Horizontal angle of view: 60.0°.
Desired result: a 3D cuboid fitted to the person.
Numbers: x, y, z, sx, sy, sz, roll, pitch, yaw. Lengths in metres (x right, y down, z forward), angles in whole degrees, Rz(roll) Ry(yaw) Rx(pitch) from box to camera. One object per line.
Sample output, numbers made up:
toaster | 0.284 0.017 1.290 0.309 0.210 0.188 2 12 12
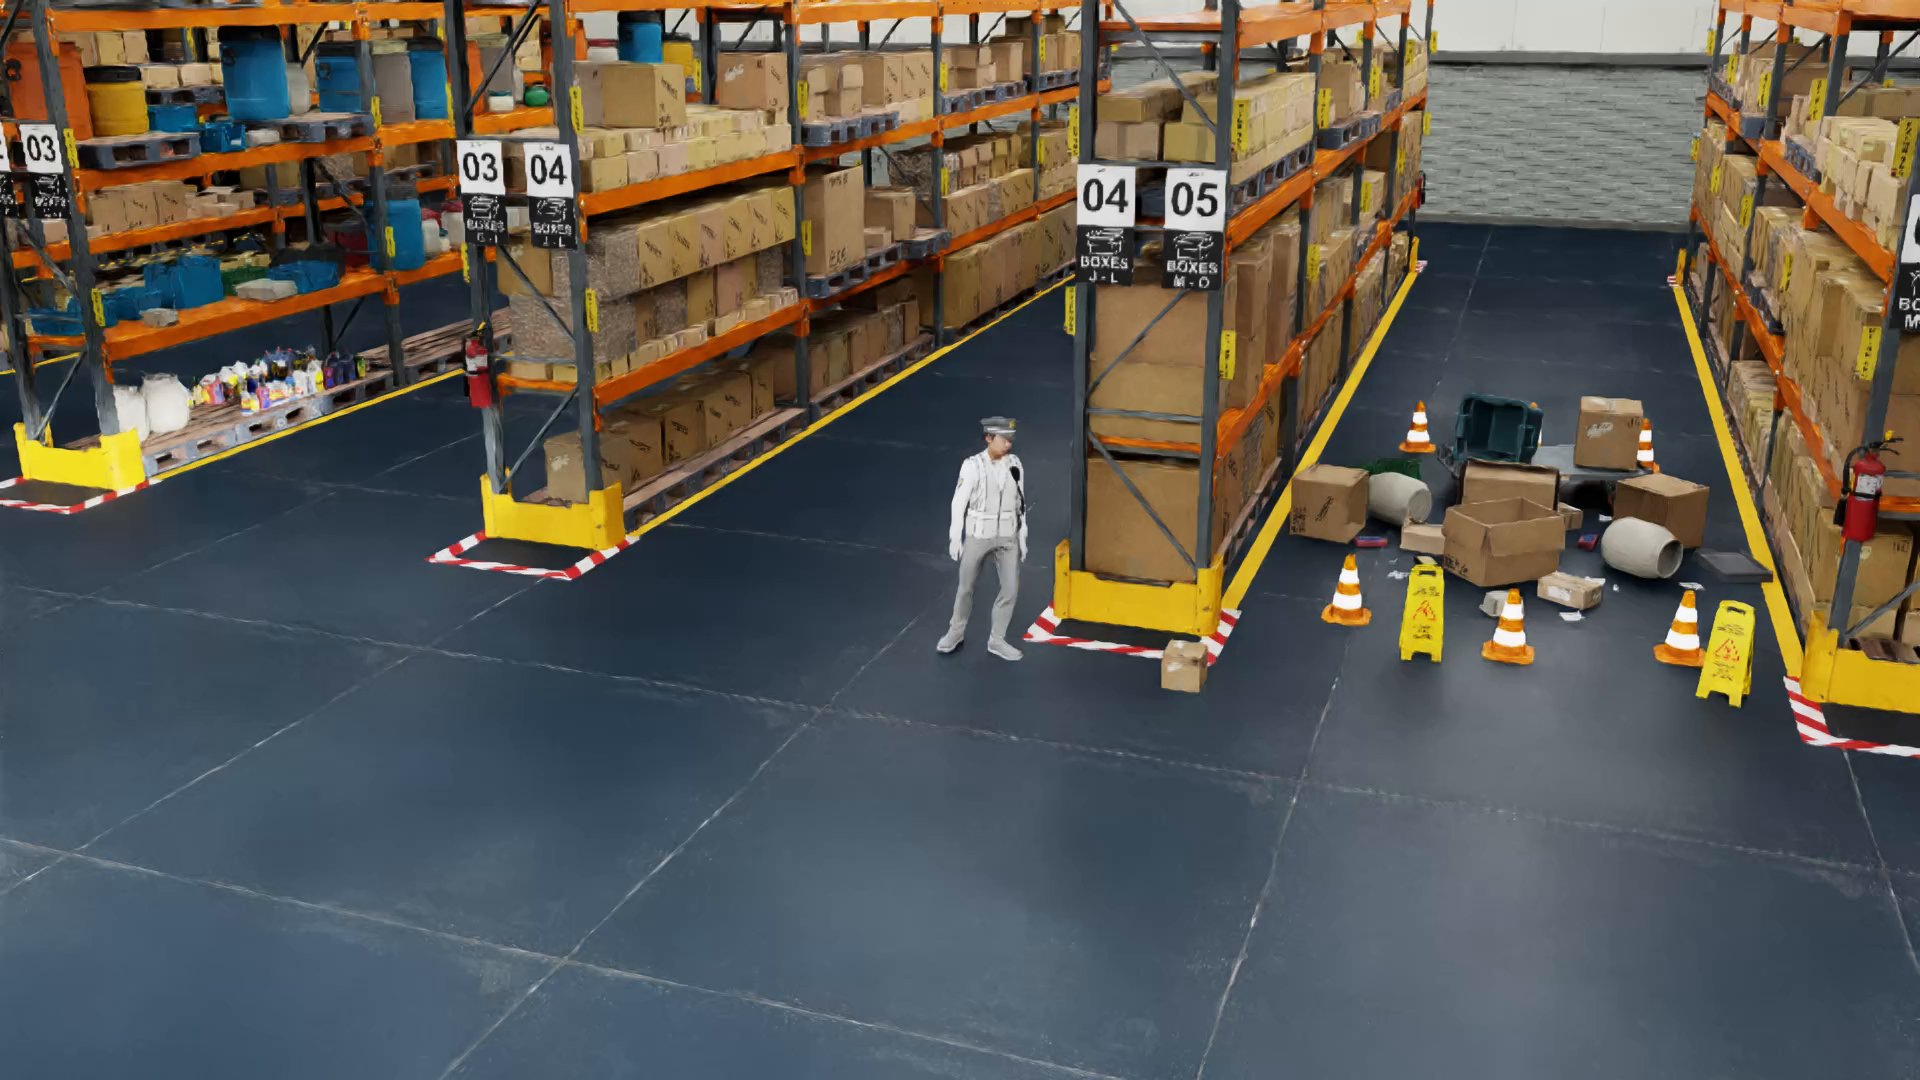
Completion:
person | 0.146 -0.021 11.125 0.596 1.666 0.478 -6 20 -17
